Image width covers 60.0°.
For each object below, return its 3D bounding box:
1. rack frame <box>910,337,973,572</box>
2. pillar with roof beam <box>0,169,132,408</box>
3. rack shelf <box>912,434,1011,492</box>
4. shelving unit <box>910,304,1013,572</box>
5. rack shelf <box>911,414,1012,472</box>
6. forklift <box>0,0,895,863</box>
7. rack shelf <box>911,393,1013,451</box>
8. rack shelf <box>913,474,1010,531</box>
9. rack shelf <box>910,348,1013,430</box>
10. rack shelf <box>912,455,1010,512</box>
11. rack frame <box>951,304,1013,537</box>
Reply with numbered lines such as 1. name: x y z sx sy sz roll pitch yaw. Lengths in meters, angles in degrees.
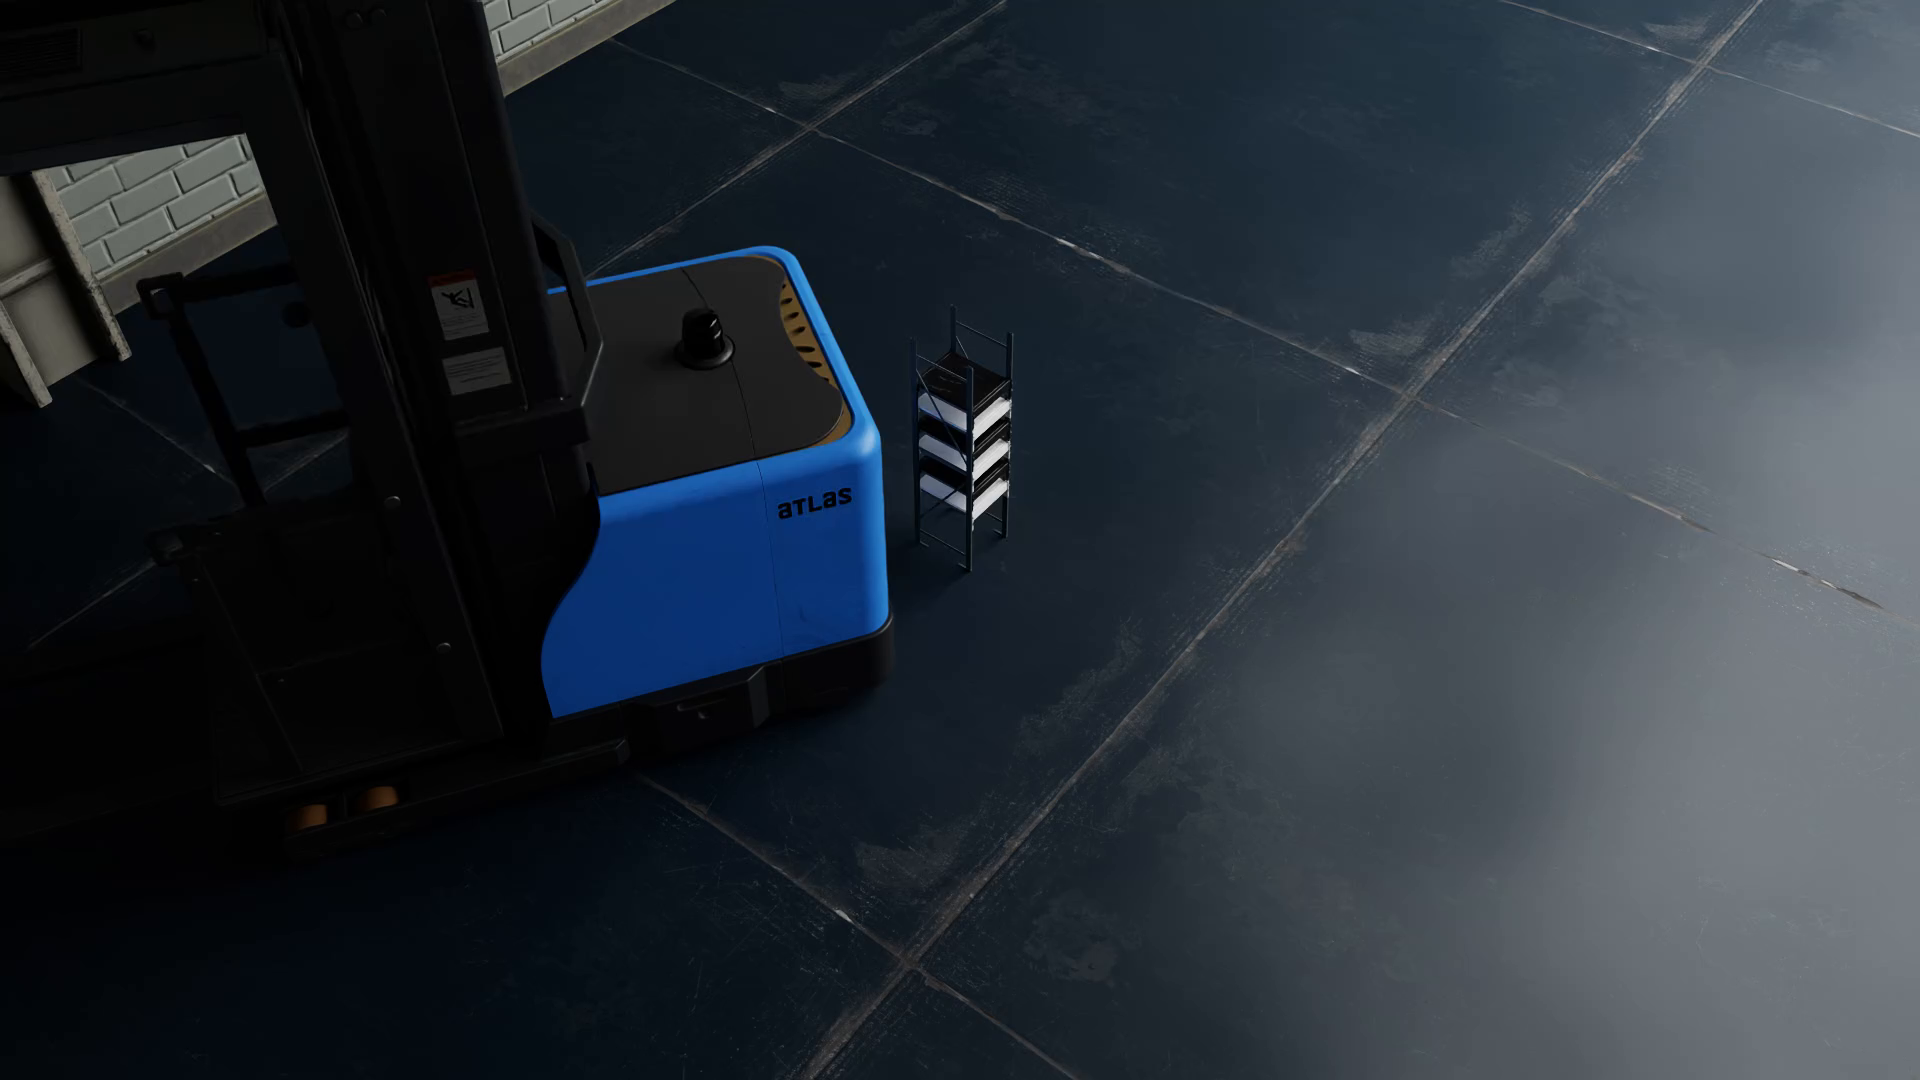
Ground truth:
1. rack frame: -0.057 -0.257 5.373 0.240 0.900 0.006 29 53 25
2. pillar with roof beam: -0.037 -1.877 1.320 9.100 9.000 0.400 29 53 25
3. rack shelf: 0.005 -0.292 5.453 0.258 0.077 0.200 29 53 25
4. shelving unit: 0.005 -0.315 5.429 0.258 0.900 0.210 29 53 25
5. rack shelf: 0.005 -0.355 5.388 0.258 0.077 0.200 29 53 25
6. forklift: -1.779 -0.517 4.217 3.031 2.935 1.130 -14 48 -13
7. rack shelf: 0.005 -0.417 5.323 0.258 0.077 0.200 29 53 25
8. rack shelf: 0.005 -0.168 5.583 0.258 0.077 0.200 29 53 25
9. rack shelf: 0.005 -0.479 5.258 0.258 0.077 0.200 29 53 25
10. rack shelf: 0.005 -0.230 5.518 0.258 0.077 0.200 29 53 25
11. rack frame: 0.067 -0.374 5.485 0.240 0.900 0.006 29 53 25
